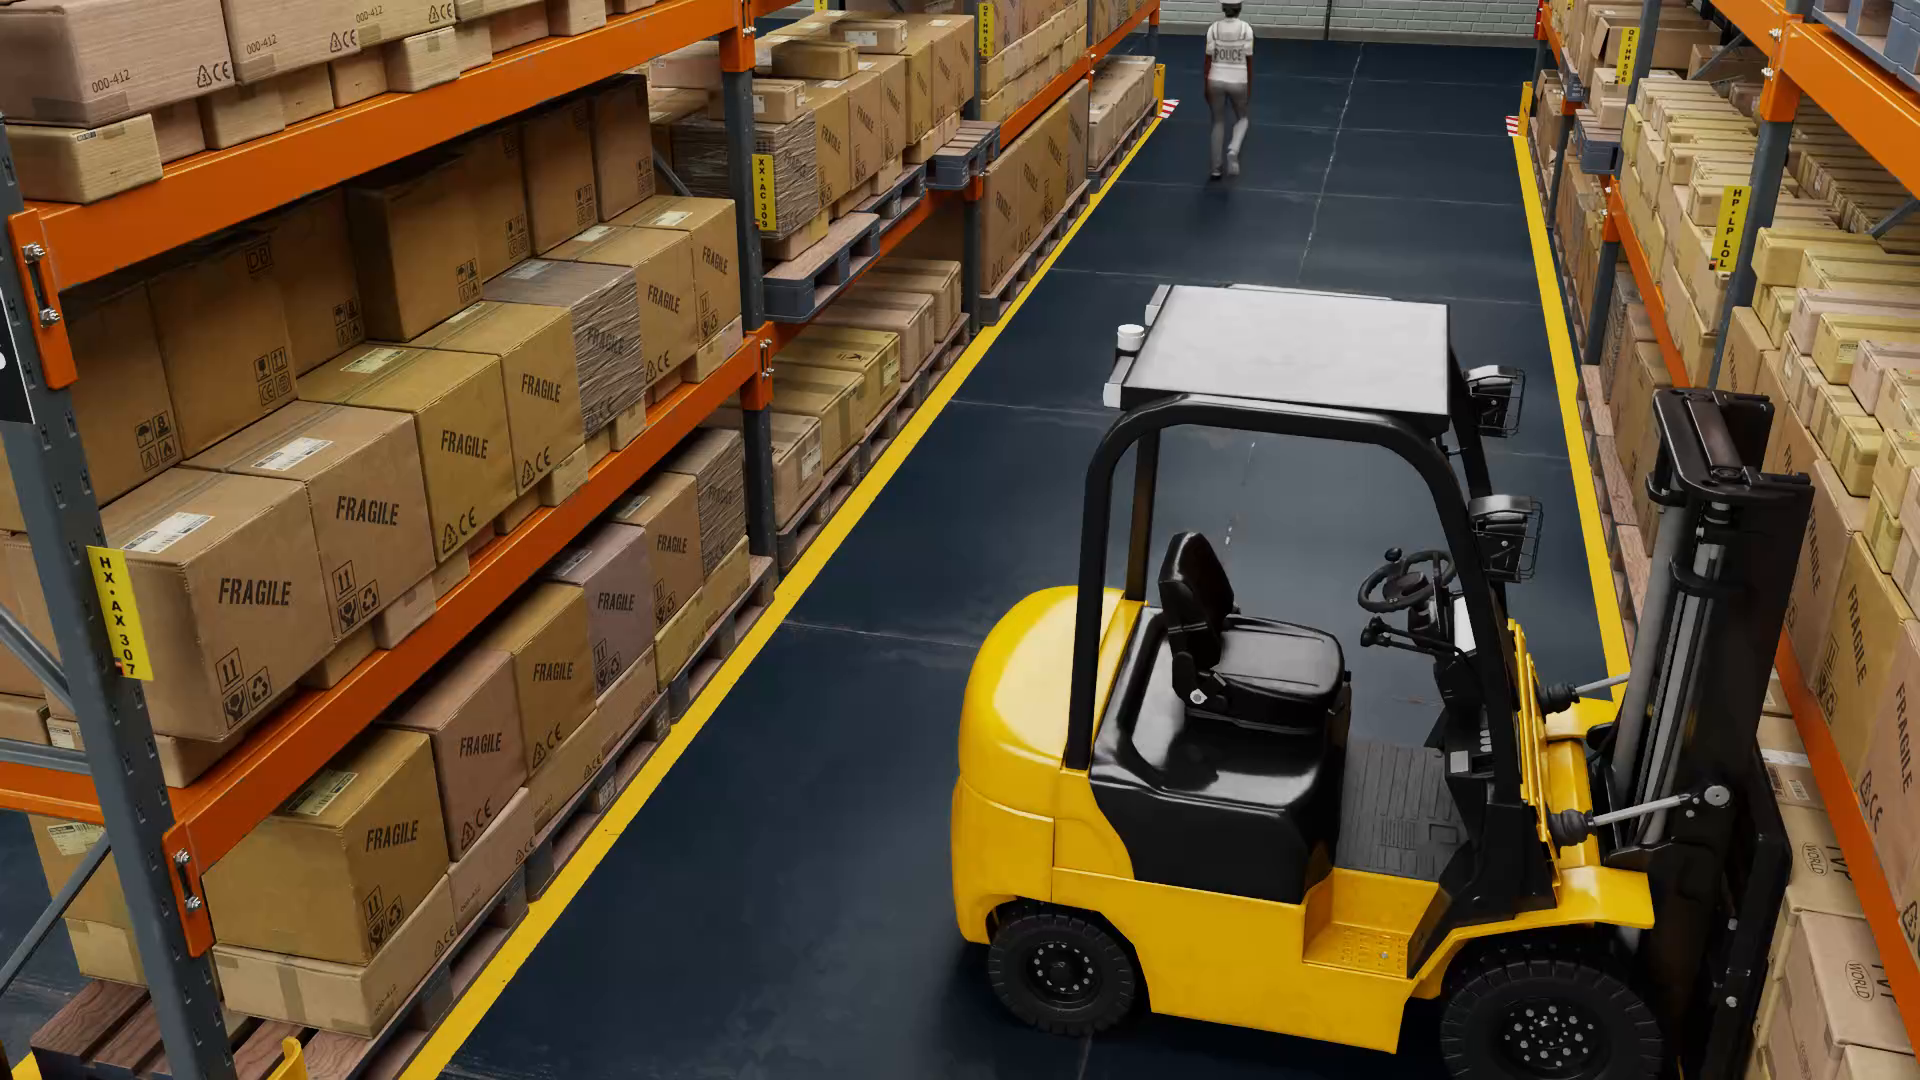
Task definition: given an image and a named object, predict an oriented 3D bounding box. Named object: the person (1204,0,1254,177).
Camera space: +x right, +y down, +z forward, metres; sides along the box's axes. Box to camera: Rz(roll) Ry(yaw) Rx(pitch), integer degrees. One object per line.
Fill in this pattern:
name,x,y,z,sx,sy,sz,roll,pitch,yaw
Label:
person,2.474,-4.208,15.358,0.455,1.682,0.462,7,26,14
